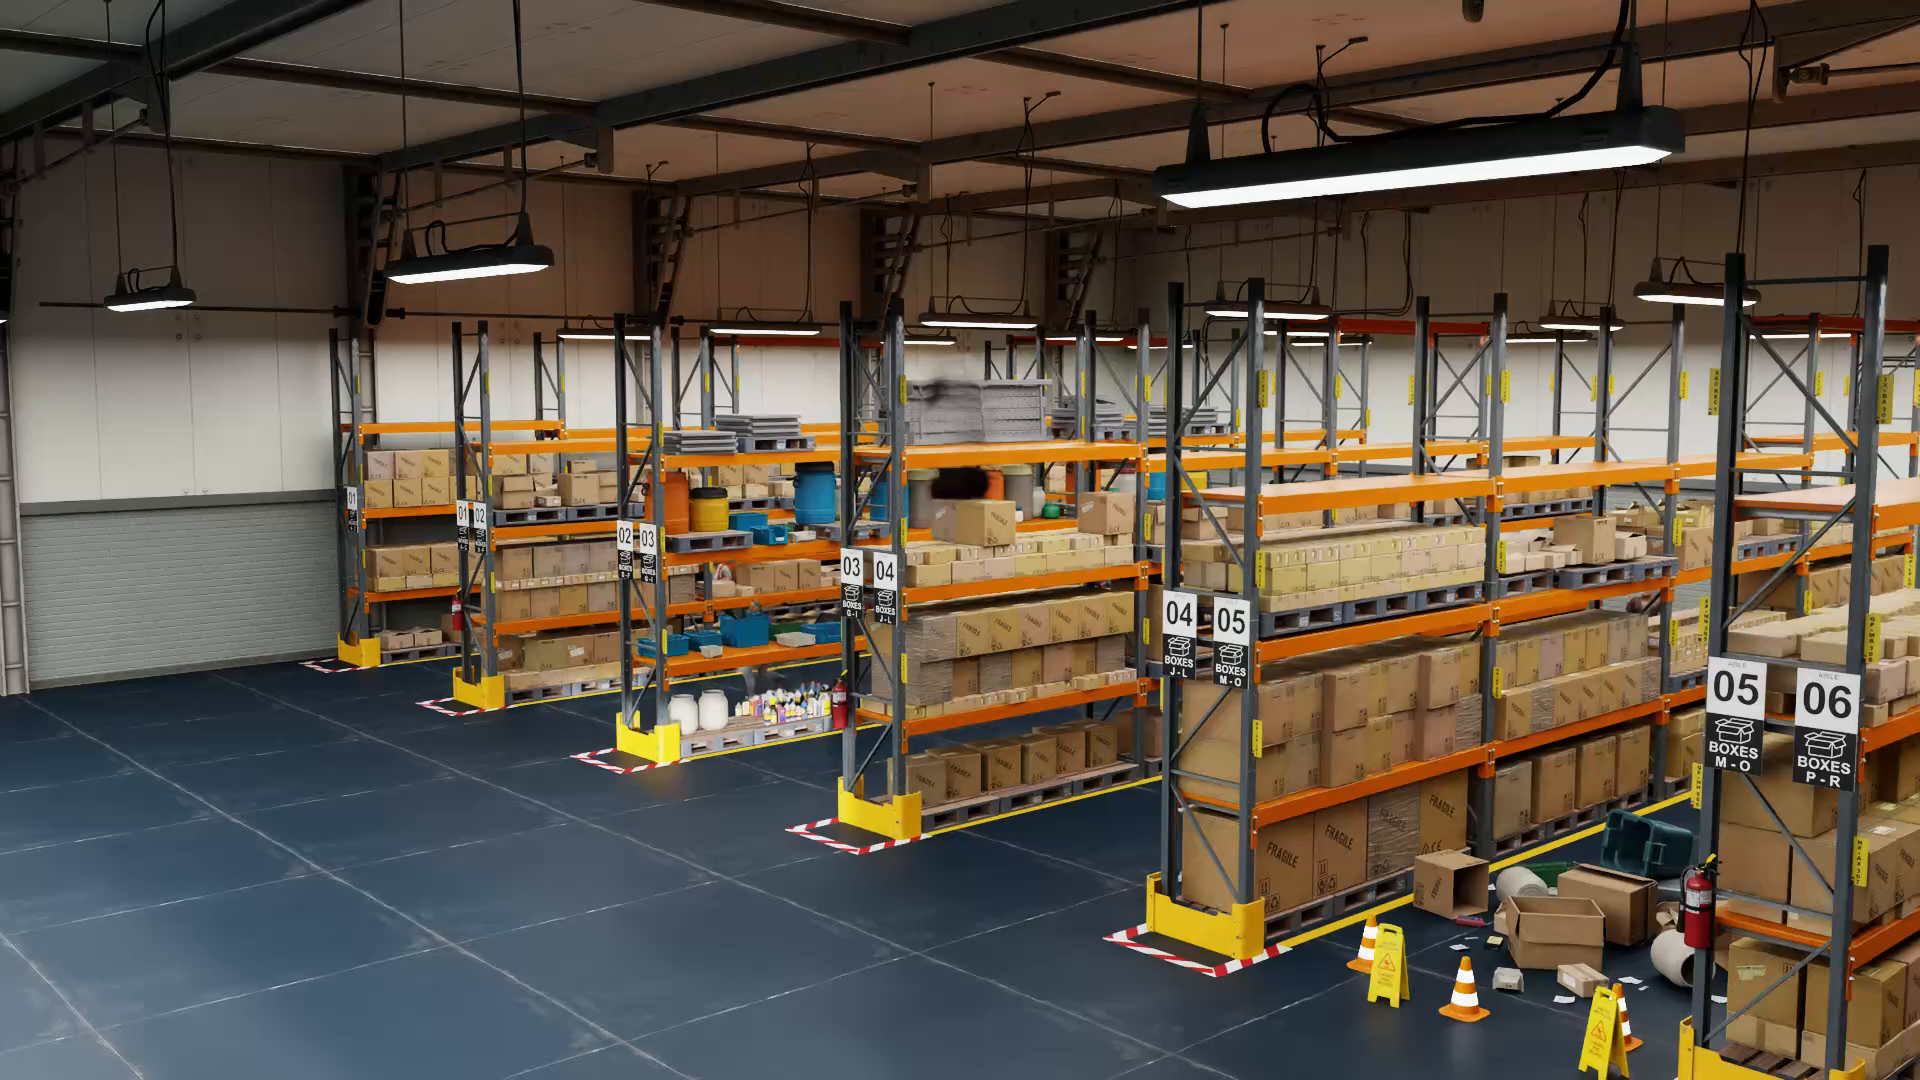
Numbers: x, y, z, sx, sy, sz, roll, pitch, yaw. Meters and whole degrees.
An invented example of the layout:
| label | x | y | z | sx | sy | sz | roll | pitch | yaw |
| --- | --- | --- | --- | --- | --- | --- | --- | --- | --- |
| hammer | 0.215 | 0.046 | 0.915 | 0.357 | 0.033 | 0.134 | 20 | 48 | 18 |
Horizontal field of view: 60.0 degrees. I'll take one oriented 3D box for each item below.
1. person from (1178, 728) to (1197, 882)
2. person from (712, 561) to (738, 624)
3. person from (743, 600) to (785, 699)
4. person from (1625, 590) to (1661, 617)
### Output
| label | x | y | z | sx | sy | sz | roll | pitch | yaw |
| --- | --- | --- | --- | --- | --- | --- | --- | --- | --- |
| person | 2.490 | 2.583 | 17.283 | 0.713 | 1.776 | 0.955 | 4 | 7 | 36 |
| person | -4.631 | 1.082 | 32.474 | 0.667 | 1.788 | 0.911 | 4 | 7 | 32 |
| person | -3.161 | 1.776 | 26.429 | 0.559 | 1.603 | 0.813 | 4 | 7 | 35 |
| person | 11.318 | 1.573 | 27.528 | 0.685 | 1.745 | 0.644 | 4 | 7 | 36 |
